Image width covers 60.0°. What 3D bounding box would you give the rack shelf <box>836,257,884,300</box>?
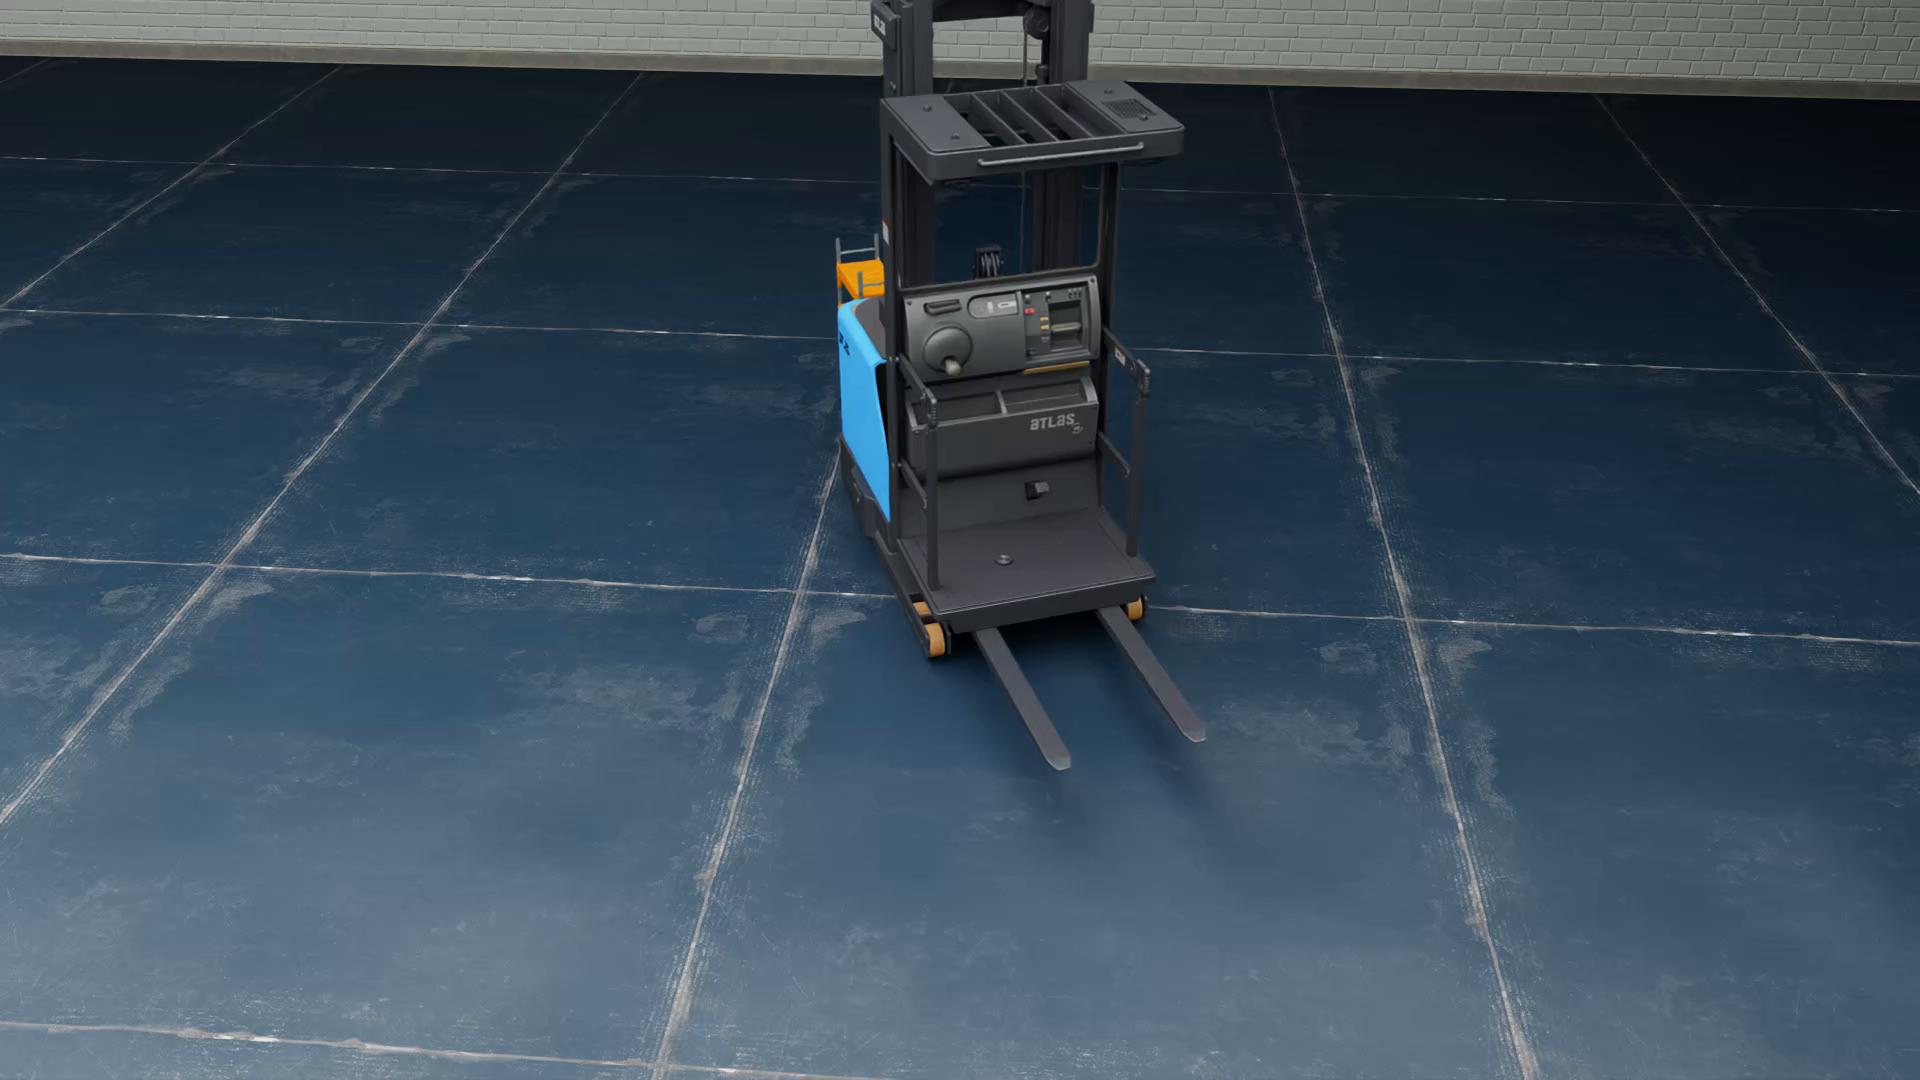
[{"bbox_3d":[-0.496,-1.378,9.093,0.258,0.148,0.480,-9,33,-15],"label":"rack shelf"}]

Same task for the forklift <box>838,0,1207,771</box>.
[{"bbox_3d":[0.267,-0.927,7.461,1.130,2.935,3.031,-9,33,-15],"label":"forklift"}]

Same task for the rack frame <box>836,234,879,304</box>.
[{"bbox_3d":[-0.569,-1.166,9.498,0.240,1.200,0.015,-9,33,-15],"label":"rack frame"}]

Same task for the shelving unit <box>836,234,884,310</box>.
[{"bbox_3d":[-0.496,-1.043,9.300,0.258,1.200,0.503,-9,33,-15],"label":"shelving unit"}]

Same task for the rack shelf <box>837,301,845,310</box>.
[{"bbox_3d":[-0.496,-1.177,9.218,0.258,0.148,0.480,-9,33,-15],"label":"rack shelf"}]

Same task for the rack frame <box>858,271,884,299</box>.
[{"bbox_3d":[-0.423,-0.921,9.101,0.240,1.200,0.015,-9,33,-15],"label":"rack frame"}]
